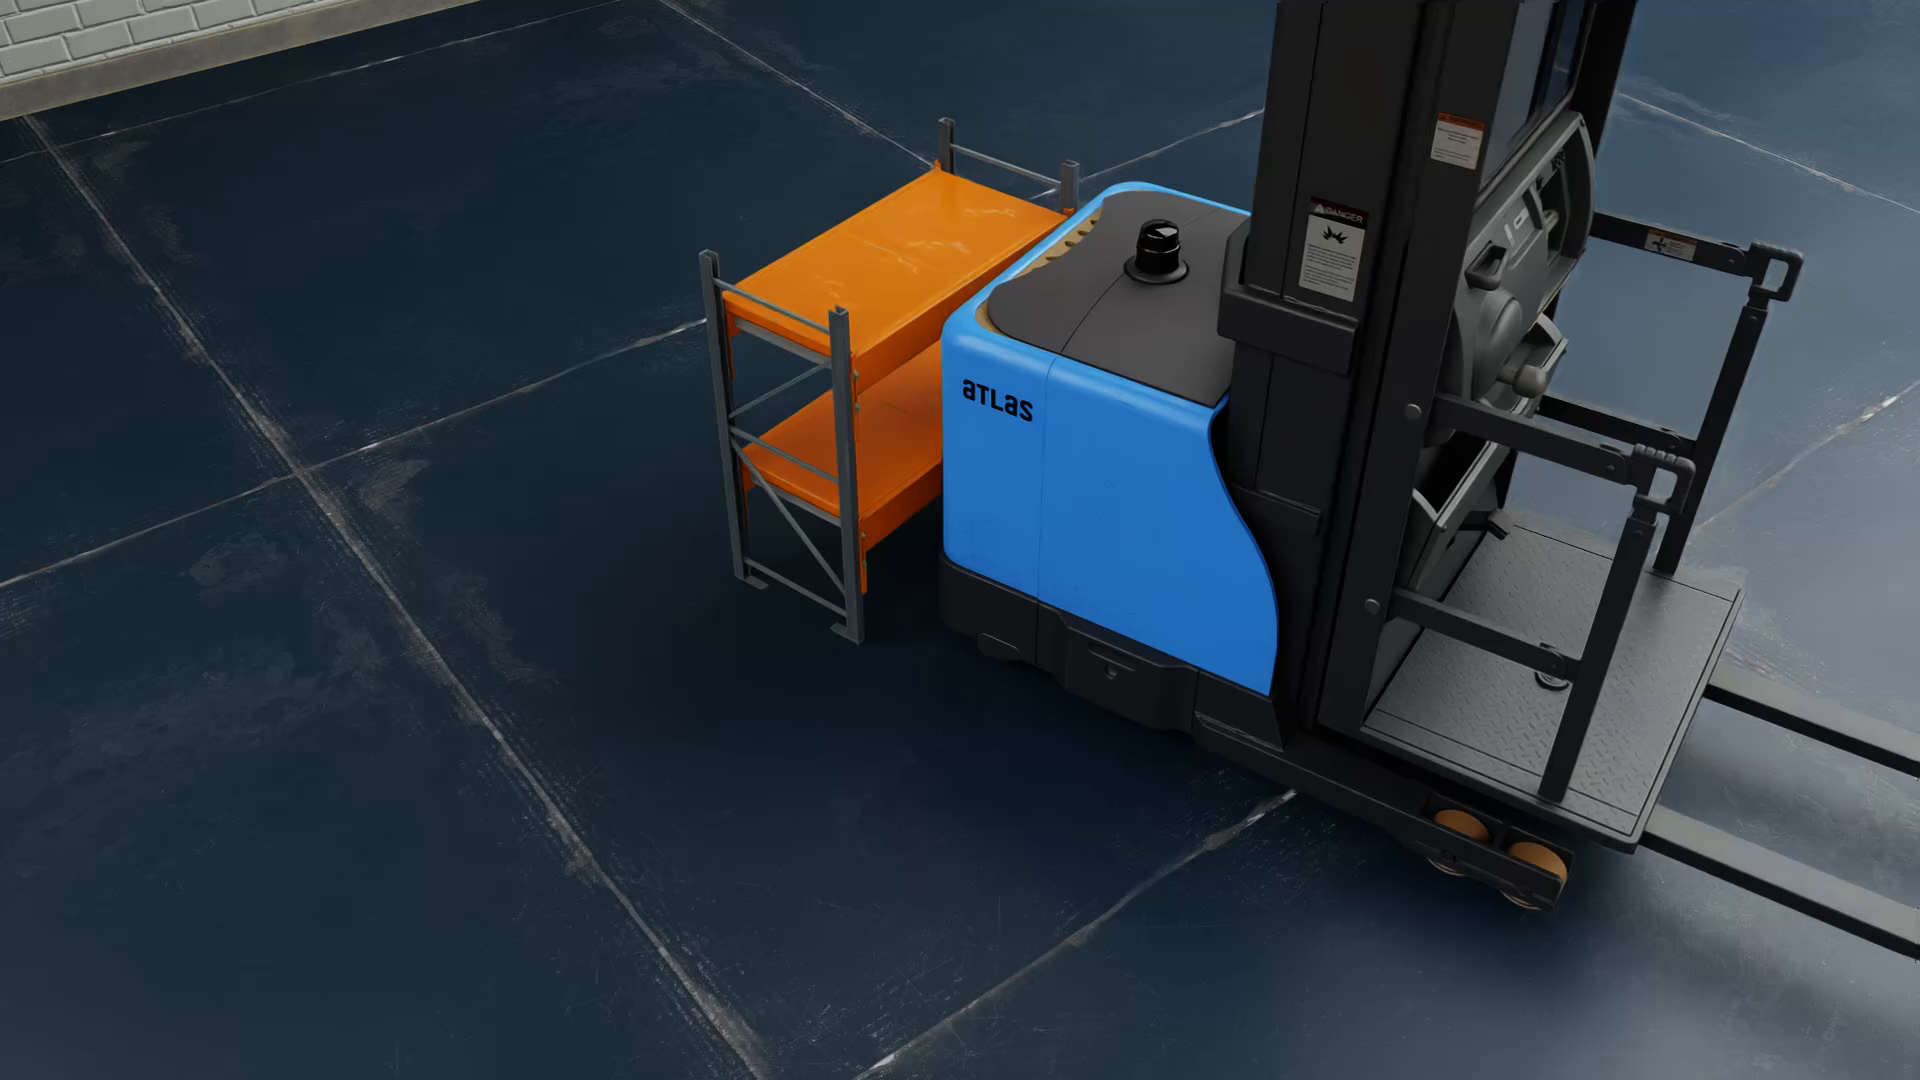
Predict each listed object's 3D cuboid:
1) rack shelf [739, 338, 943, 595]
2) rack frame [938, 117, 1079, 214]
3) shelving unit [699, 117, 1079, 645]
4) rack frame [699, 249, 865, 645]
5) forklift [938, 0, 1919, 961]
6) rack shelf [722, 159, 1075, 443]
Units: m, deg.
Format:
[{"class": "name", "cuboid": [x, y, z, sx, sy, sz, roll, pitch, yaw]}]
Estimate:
[{"class": "rack shelf", "cuboid": [-0.173, -0.298, 5.112, 0.538, 0.278, 1.000, 26, 46, 28]}, {"class": "rack frame", "cuboid": [0.139, -0.742, 5.267, 0.500, 1.125, 0.032, 26, 46, 28]}, {"class": "shelving unit", "cuboid": [-0.173, -0.487, 4.957, 0.538, 1.125, 1.048, 26, 46, 28]}, {"class": "rack frame", "cuboid": [-0.486, -0.233, 4.647, 0.500, 1.125, 0.032, 26, 46, 28]}, {"class": "forklift", "cuboid": [1.451, -0.605, 3.676, 3.031, 2.935, 1.130, 22, 44, 25]}, {"class": "rack shelf", "cuboid": [-0.173, -0.714, 4.771, 0.538, 0.278, 1.000, 26, 46, 28]}]
